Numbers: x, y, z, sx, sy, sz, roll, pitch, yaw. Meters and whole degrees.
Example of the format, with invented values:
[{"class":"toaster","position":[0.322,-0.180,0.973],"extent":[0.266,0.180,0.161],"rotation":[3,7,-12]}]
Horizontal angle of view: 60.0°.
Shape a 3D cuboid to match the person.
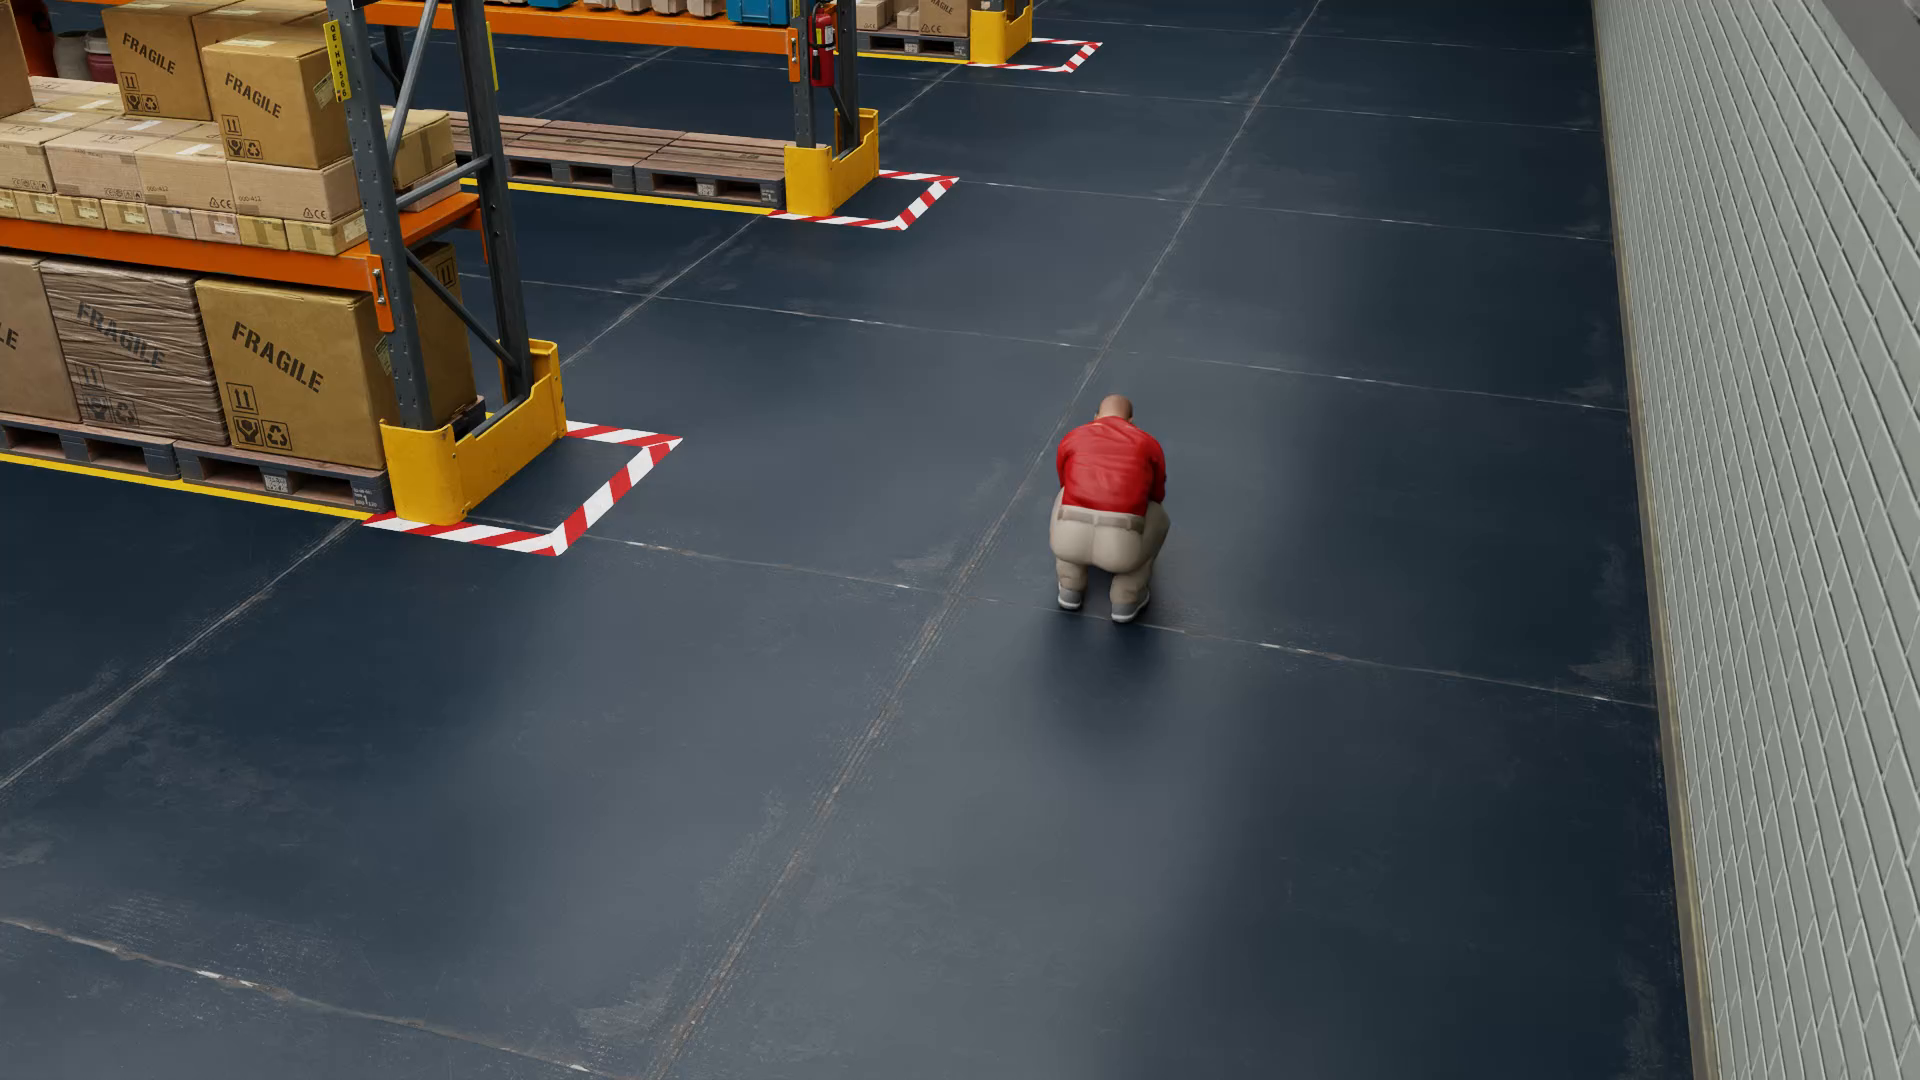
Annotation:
[{"class":"person","position":[0.659,-0.098,7.392],"extent":[0.537,0.860,0.894],"rotation":[8,30,14]}]
